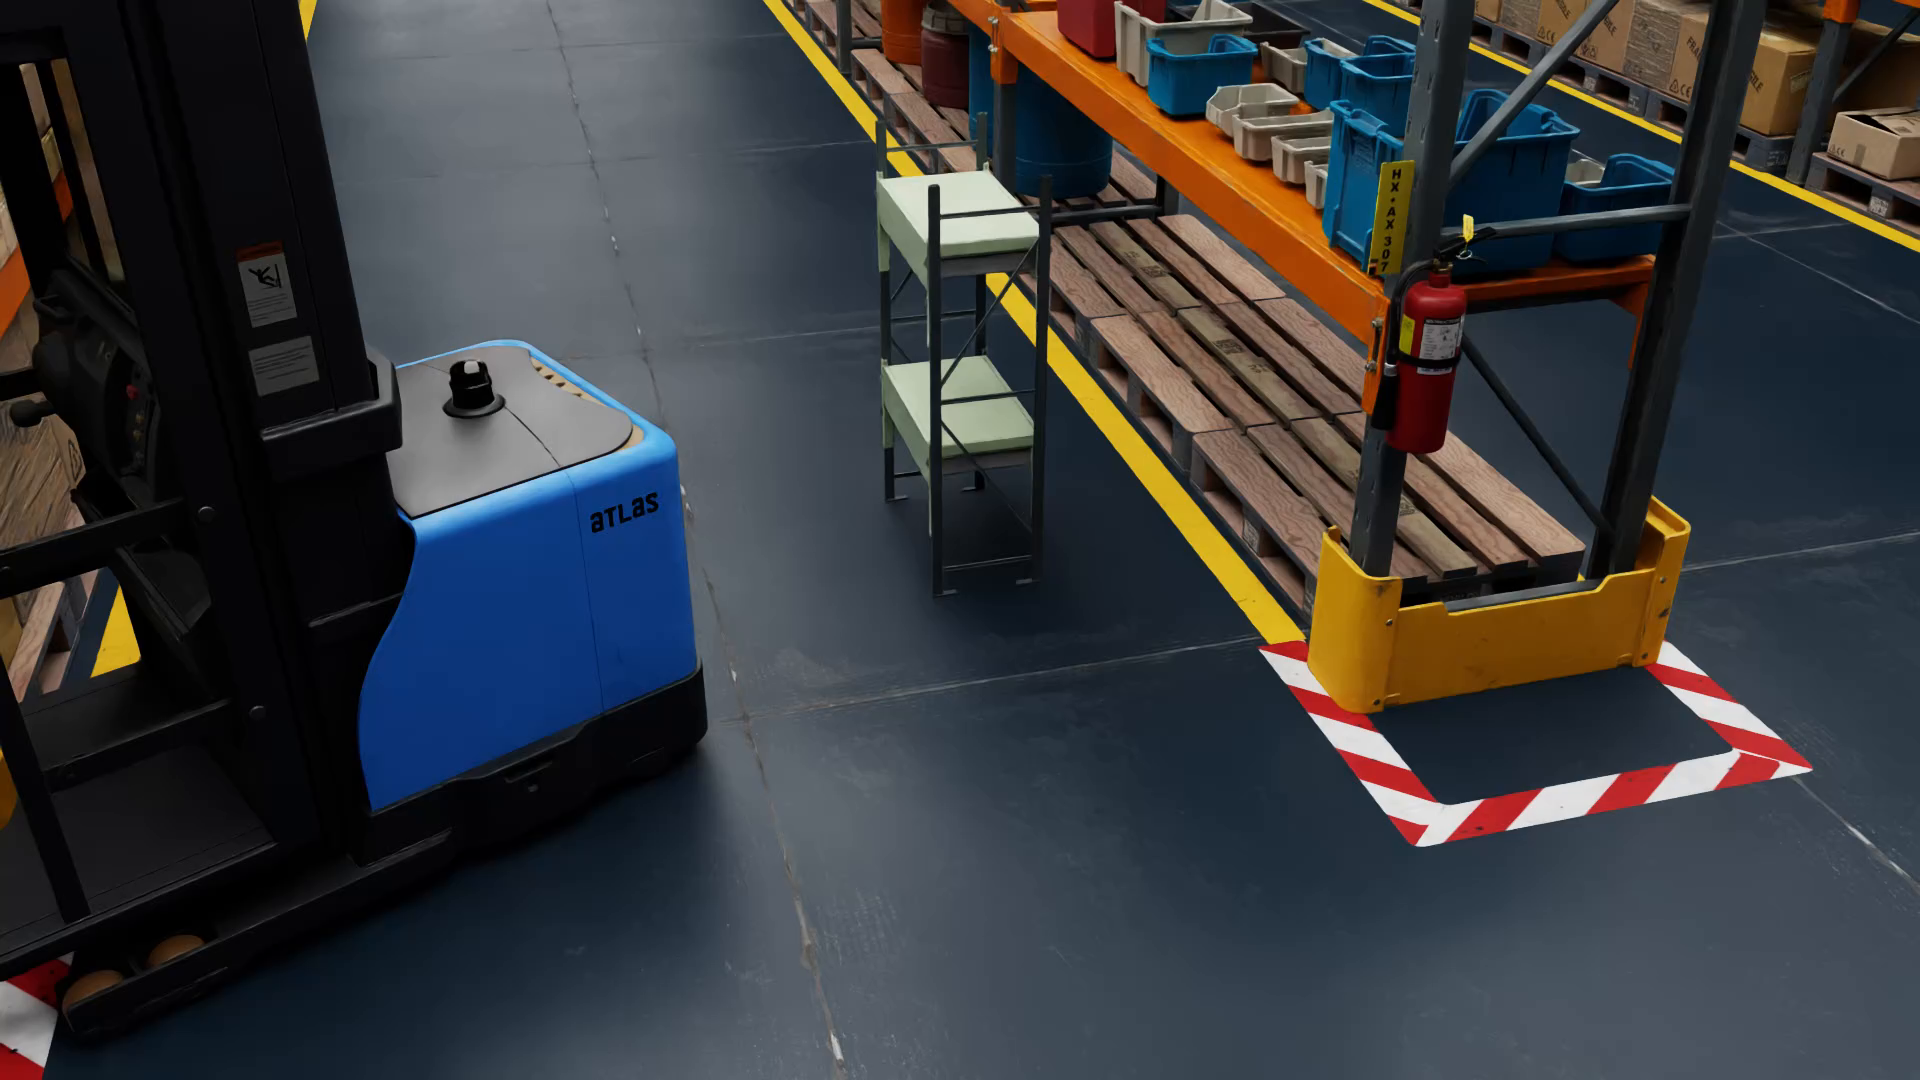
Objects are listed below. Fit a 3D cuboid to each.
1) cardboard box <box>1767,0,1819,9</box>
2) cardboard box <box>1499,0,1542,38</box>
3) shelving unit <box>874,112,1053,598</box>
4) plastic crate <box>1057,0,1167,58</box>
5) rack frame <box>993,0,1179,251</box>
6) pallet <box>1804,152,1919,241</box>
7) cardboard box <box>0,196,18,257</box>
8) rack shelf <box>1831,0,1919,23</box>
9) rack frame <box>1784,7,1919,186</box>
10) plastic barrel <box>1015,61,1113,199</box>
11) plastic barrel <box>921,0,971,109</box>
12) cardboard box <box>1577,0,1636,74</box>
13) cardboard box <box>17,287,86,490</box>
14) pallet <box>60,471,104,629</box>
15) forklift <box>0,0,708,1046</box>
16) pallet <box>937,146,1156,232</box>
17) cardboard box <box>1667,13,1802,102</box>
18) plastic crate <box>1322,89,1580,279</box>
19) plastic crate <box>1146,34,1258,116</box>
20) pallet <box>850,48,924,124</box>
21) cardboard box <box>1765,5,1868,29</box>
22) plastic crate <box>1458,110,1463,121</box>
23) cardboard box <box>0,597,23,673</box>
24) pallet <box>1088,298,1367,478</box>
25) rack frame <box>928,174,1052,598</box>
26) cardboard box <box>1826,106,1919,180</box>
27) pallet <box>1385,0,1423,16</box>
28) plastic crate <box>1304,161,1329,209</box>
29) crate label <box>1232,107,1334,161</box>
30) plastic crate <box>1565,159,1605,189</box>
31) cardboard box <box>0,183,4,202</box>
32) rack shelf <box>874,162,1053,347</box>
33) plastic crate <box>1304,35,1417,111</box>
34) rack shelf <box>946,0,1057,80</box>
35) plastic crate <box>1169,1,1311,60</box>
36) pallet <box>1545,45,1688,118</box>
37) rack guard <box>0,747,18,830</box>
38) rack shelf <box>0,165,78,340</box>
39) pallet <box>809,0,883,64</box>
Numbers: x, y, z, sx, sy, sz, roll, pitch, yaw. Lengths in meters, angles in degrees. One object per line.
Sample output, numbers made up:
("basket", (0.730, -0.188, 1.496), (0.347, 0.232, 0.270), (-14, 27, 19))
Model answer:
("cardboard box", (5.285, -3.678, 10.917), (0.500, 0.250, 0.500), (-8, 31, -13))
("cardboard box", (4.372, -4.026, 12.268), (0.500, 0.500, 0.500), (-9, 31, -15))
("shelving unit", (-0.002, -0.652, 5.880), (0.431, 1.500, 0.755), (-8, 31, -13))
("plastic crate", (0.663, -2.428, 7.327), (0.402, 0.464, 0.583), (-8, 31, -13))
("rack frame", (0.667, -2.839, 8.160), (1.000, 3.000, 0.127), (-8, 31, -13))
("pallet", (5.625, -1.957, 9.420), (1.003, 0.211, 1.213), (-8, 31, -13))
("cardboard box", (-3.166, -0.976, 5.192), (0.380, 0.149, 0.250), (-8, 31, -14))
("rack shelf", (5.975, -2.218, 7.806), (1.077, 0.370, 4.000), (-8, 31, -13))
("rack frame", (5.444, -3.496, 9.295), (1.000, 3.000, 0.127), (-8, 31, -13))
("plastic barrel", (0.539, -2.377, 9.039), (0.600, 0.901, 0.708), (-8, 31, -13))
("plastic barrel", (0.052, -3.129, 10.650), (0.600, 0.588, 0.708), (-8, 31, -13))
("cardboard box", (4.644, -3.532, 11.414), (0.500, 0.500, 0.500), (-9, 31, -15))
("cardboard box", (-3.771, -0.678, 6.130), (0.875, 0.875, 0.875), (-8, 31, -13))
("pallet", (-3.654, -0.005, 6.049), (1.003, 0.211, 1.213), (-8, 31, -13))
("forklift", (-2.227, -0.332, 3.898), (3.031, 2.935, 1.130), (-23, 37, -34))
("pallet", (0.503, -2.010, 9.512), (1.003, 0.211, 1.213), (-8, 31, -13))
("cardboard box", (4.914, -3.044, 10.571), (0.500, 0.500, 0.500), (-8, 31, -13))
("plastic crate", (1.460, -1.085, 5.035), (0.616, 0.435, 0.499), (-8, 31, -13))
("plastic crate", (0.937, -1.818, 6.504), (0.416, 0.233, 0.300), (-8, 31, -13))
("pallet", (-0.145, -3.189, 11.548), (1.003, 0.211, 1.213), (-8, 31, -13))
("cardboard box", (5.398, -3.126, 10.713), (0.500, 0.500, 0.500), (-7, 31, -13))
("plastic crate", (1.796, -1.475, 6.008), (0.250, 0.136, 0.298), (-8, 31, -13))
("cardboard box", (-3.293, 0.191, 4.628), (0.875, 0.875, 0.875), (-8, 31, -13))
("pallet", (1.227, -0.692, 7.234), (1.003, 0.211, 1.213), (-8, 31, -13))
("rack frame", (0.095, -0.476, 5.574), (0.400, 1.500, 0.023), (-8, 31, -13))
("cardboard box", (5.347, -2.291, 9.459), (0.500, 0.311, 0.500), (-8, 31, -13))
("pallet", (4.201, -4.624, 14.027), (1.003, 0.211, 1.213), (-8, 31, -13))
("plastic crate", (1.338, -1.189, 5.513), (0.396, 0.136, 0.243), (-8, 31, -13))
("crate label", (1.178, -1.462, 5.984), (0.396, 0.136, 0.243), (-8, 31, -13))
("plastic crate", (1.976, -1.148, 5.442), (0.250, 0.136, 0.298), (-8, 31, -13))
("cardboard box", (-3.188, -1.073, 4.963), (0.500, 0.250, 0.500), (-9, 31, -15))
("rack shelf", (-0.002, -0.990, 5.684), (0.431, 0.370, 0.720), (-8, 31, -13))
("plastic crate", (1.552, -1.804, 6.480), (0.416, 0.233, 0.300), (-8, 31, -13))
("rack shelf", (0.137, -3.493, 10.009), (1.077, 0.370, 4.000), (-8, 31, -13))
("plastic crate", (1.223, -2.241, 7.342), (0.437, 0.125, 0.590), (-8, 31, -13))
("pallet", (4.864, -3.267, 11.684), (1.003, 0.211, 1.213), (-8, 31, -13))
("rack guard", (-3.040, 0.845, 4.291), (1.175, 0.500, 0.348), (-8, 31, -13))
("rack shelf", (-3.577, -0.903, 5.534), (1.077, 0.370, 4.000), (-8, 31, -13))
("pallet", (-0.563, -3.943, 12.852), (1.003, 0.211, 1.213), (-8, 31, -13))
